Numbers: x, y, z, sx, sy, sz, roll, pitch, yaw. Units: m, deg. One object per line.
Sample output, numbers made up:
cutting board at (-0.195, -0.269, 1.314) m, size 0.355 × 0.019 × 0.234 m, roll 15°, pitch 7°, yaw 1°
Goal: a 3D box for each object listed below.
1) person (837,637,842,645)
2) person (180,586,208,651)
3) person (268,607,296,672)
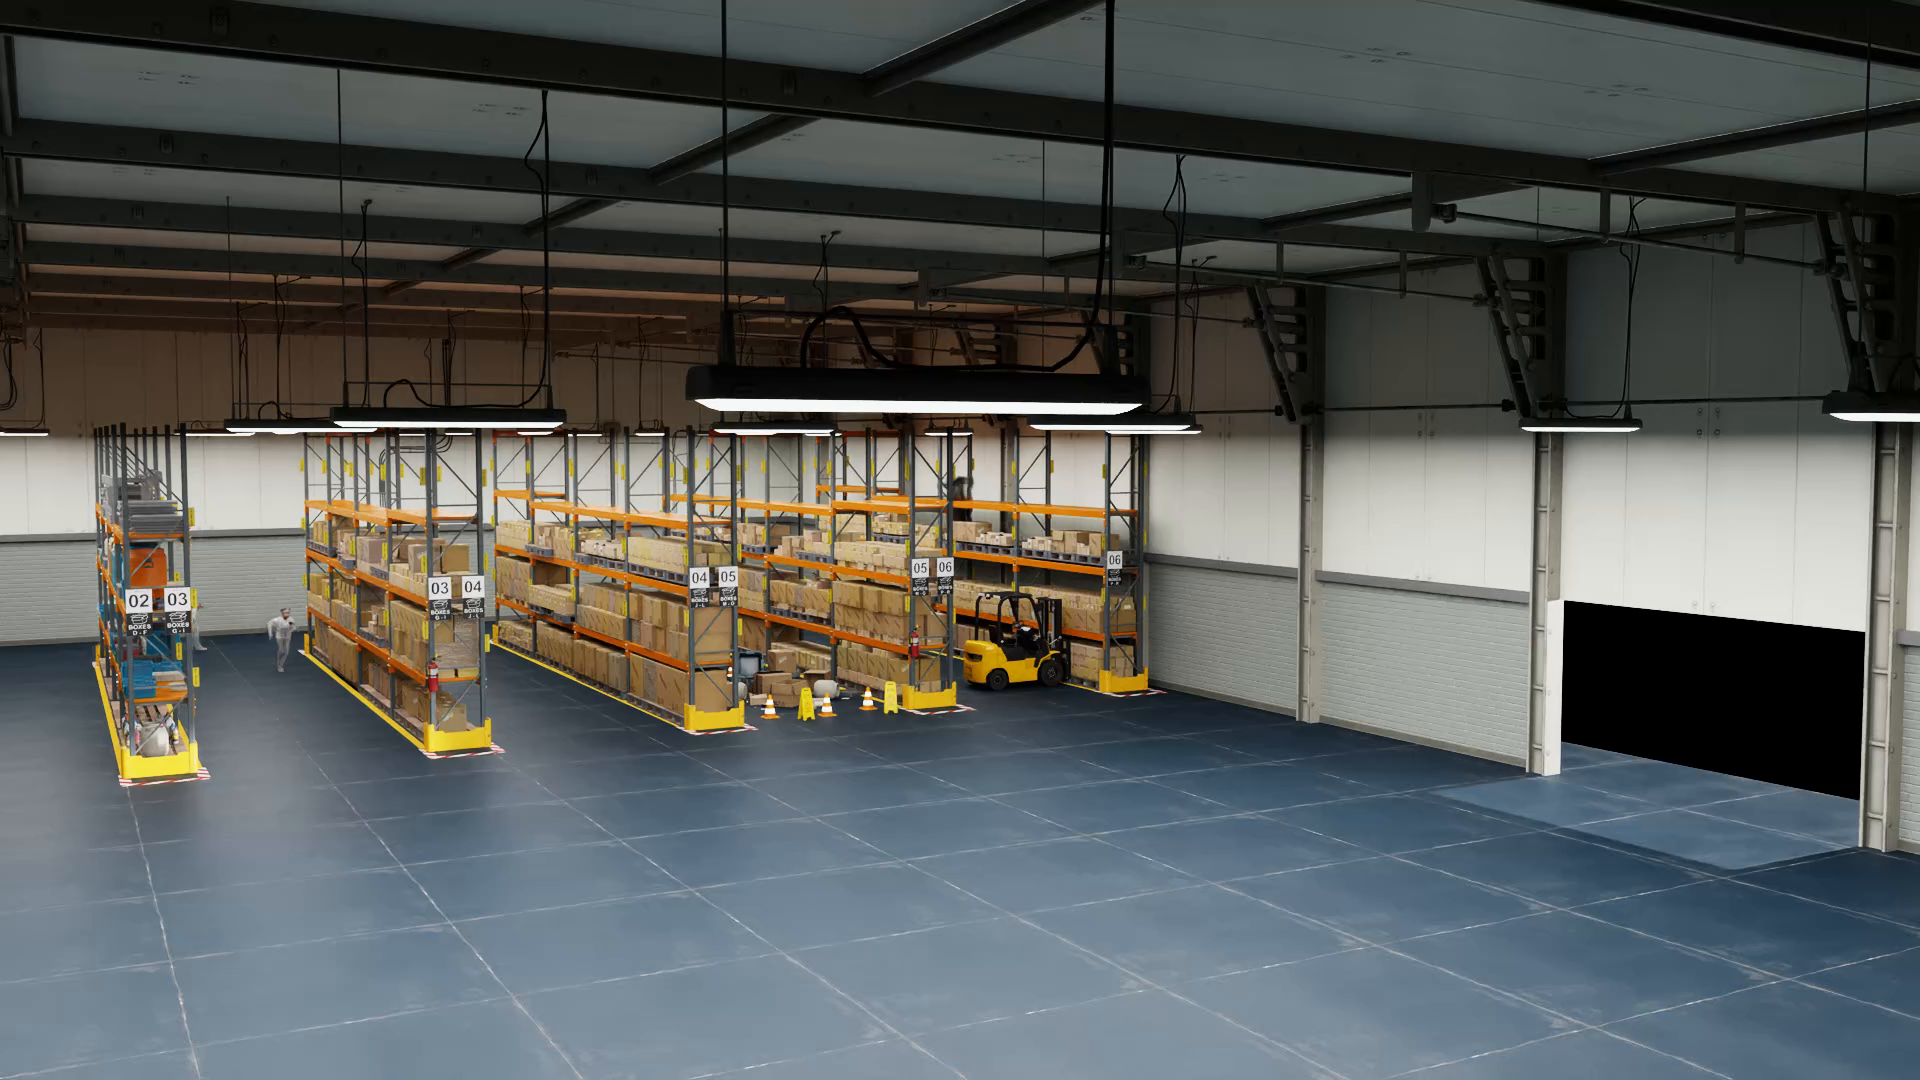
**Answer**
person at (-3.323, 2.209, 44.362) m, size 0.787 × 1.723 × 0.682 m, roll 0°, pitch 3°, yaw 1°
person at (-20.772, 2.112, 44.802) m, size 0.908 × 1.749 × 0.697 m, roll -1°, pitch 4°, yaw -21°
person at (-16.626, 2.449, 40.868) m, size 0.618 × 1.612 × 0.684 m, roll -3°, pitch 5°, yaw -41°
